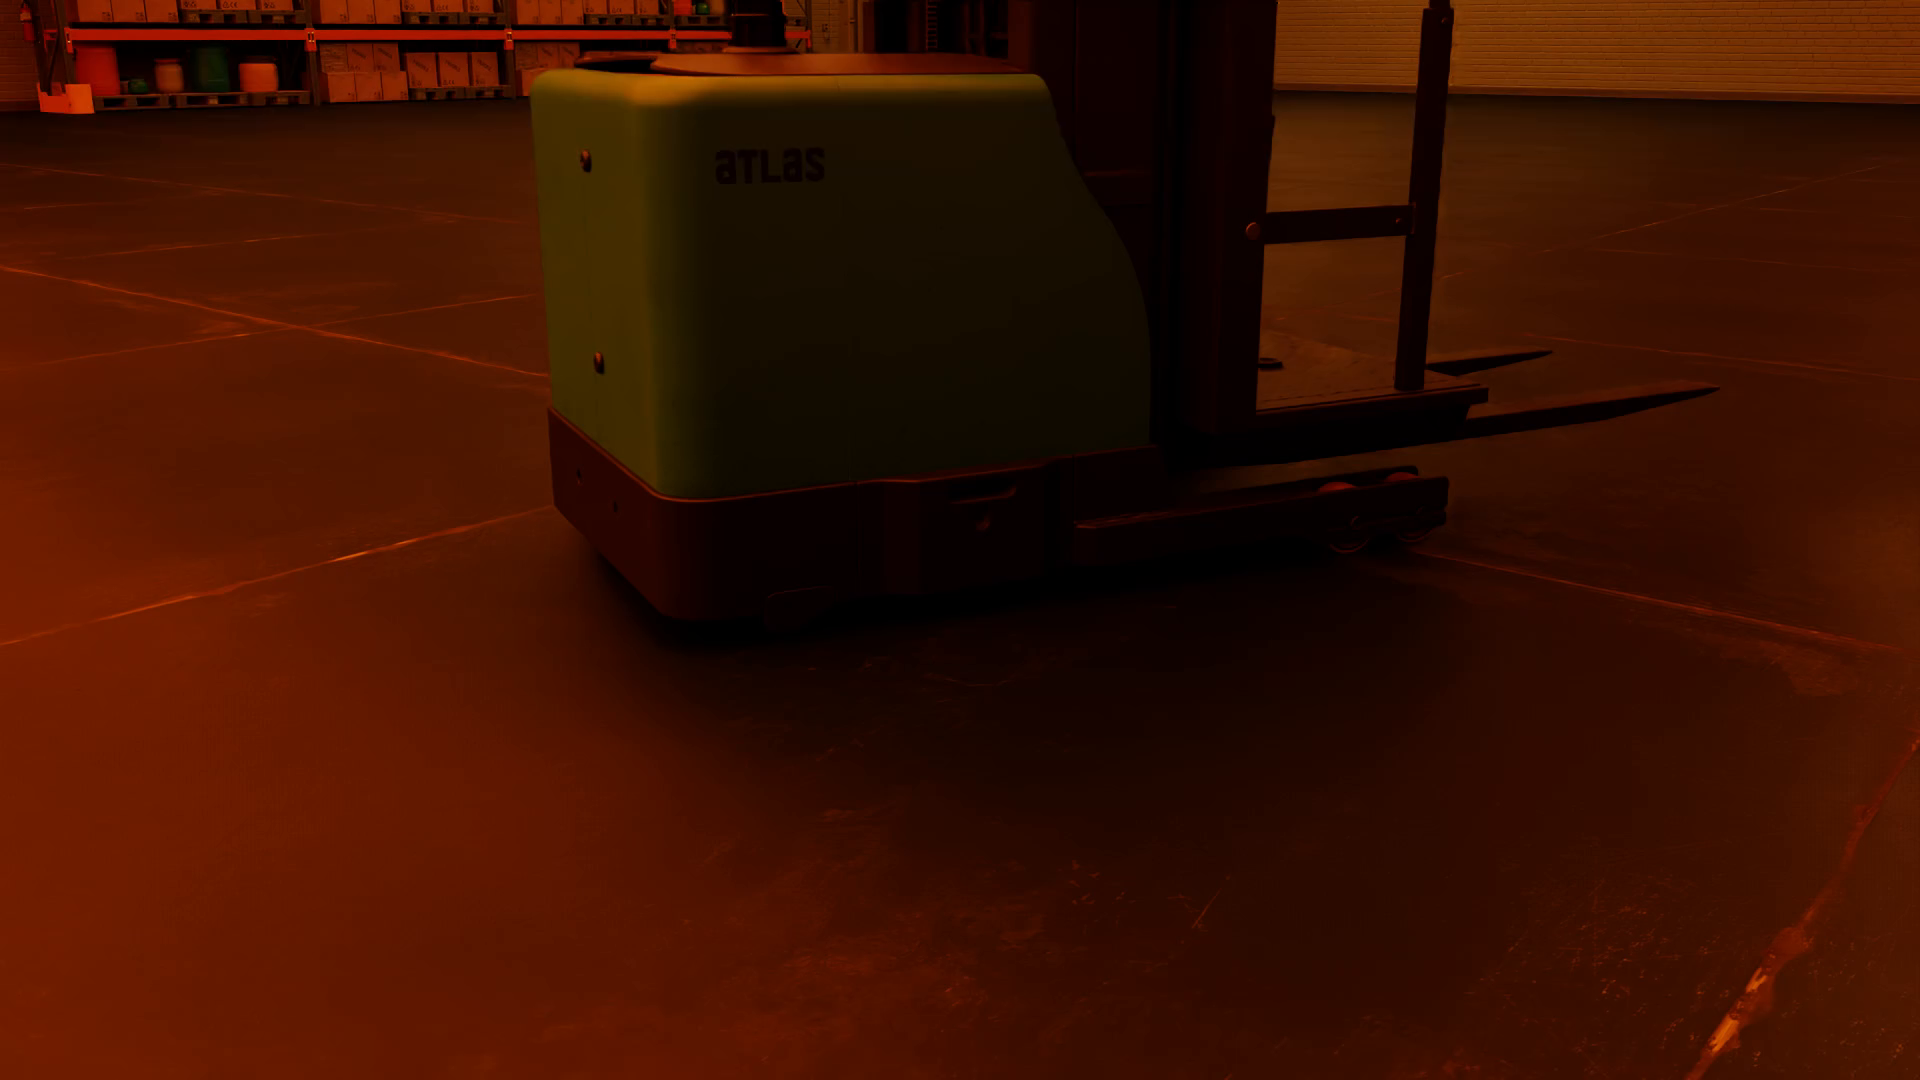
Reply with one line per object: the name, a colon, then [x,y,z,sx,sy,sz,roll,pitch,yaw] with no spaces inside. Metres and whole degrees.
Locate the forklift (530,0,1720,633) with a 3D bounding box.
forklift: [0.580,-1.499,3.834,3.031,2.935,1.130,-8,19,-25]
